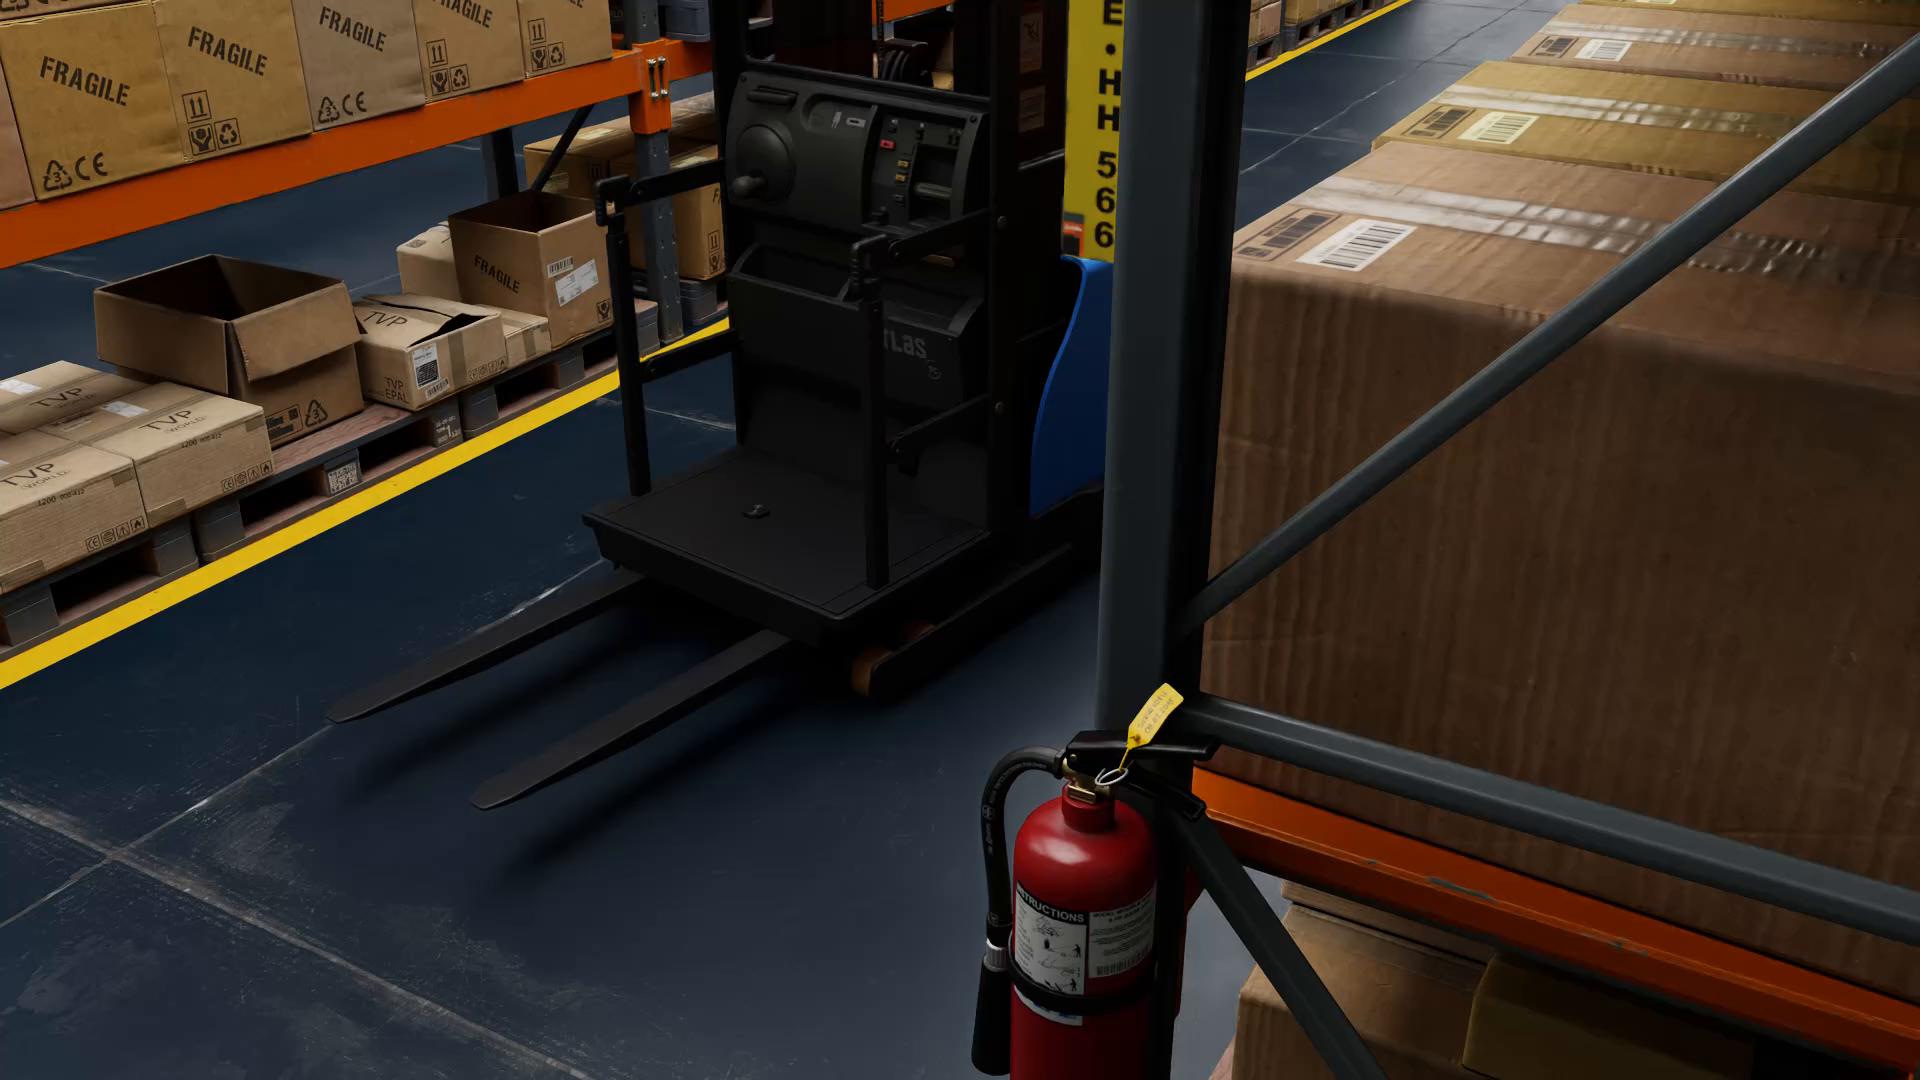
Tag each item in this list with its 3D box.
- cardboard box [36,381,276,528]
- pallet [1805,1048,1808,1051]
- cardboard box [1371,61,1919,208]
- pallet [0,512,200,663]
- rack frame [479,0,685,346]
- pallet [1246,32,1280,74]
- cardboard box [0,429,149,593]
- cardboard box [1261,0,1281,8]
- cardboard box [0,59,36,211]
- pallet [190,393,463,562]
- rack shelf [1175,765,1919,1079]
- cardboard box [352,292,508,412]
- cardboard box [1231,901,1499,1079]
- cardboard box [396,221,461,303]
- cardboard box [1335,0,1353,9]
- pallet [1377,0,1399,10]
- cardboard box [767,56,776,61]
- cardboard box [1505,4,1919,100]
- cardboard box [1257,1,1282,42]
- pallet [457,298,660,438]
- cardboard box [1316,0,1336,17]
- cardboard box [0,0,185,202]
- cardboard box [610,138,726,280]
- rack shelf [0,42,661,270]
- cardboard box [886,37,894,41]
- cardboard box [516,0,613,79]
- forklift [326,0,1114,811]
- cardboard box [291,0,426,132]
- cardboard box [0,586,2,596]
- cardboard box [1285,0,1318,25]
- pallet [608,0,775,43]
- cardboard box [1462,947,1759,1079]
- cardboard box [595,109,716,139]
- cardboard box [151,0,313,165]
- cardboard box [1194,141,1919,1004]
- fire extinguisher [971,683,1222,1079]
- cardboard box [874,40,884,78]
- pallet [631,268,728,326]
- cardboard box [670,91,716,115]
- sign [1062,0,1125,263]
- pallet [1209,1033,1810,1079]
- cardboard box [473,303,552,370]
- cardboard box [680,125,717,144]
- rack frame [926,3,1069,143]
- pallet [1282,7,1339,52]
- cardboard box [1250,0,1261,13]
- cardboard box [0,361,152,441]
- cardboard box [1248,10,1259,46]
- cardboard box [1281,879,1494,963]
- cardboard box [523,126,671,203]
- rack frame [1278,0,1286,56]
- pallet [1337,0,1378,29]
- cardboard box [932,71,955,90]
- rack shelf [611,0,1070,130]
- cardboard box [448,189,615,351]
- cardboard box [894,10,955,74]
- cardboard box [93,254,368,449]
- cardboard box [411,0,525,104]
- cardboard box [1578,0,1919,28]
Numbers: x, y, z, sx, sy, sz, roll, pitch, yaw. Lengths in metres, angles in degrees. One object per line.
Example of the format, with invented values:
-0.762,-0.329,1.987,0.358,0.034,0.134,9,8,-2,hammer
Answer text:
-2.685,-0.297,5.572,0.500,0.250,0.500,14,30,26,cardboard box
1.549,0.744,4.029,1.003,0.211,1.213,14,30,26,pallet
1.213,-0.322,2.707,0.980,0.700,0.700,14,30,26,cardboard box
-3.263,0.116,5.282,1.003,0.211,1.213,14,30,26,pallet
-1.724,-2.349,7.092,1.000,3.000,0.127,14,30,26,rack frame
1.883,-3.924,13.353,1.003,0.211,1.213,14,30,26,pallet
-2.931,-0.102,5.182,0.500,0.250,0.500,14,30,26,cardboard box
2.262,-4.455,13.275,0.500,0.311,0.500,14,30,26,cardboard box
-2.995,-1.152,4.589,0.500,0.500,0.500,14,30,26,cardboard box
-2.662,-0.357,6.228,1.003,0.211,1.213,14,30,26,pallet
1.607,-0.159,3.519,1.077,0.370,4.000,14,30,26,rack shelf
-2.126,-0.767,6.443,0.500,0.311,0.500,14,30,26,cardboard box
0.880,0.934,2.856,0.700,0.500,0.500,14,30,26,cardboard box
-2.119,-1.228,7.363,0.500,0.311,0.500,14,30,26,cardboard box
3.205,-4.927,14.843,0.500,0.250,0.500,14,30,26,cardboard box
3.840,-5.472,16.444,1.003,0.211,1.213,14,30,26,pallet
-0.782,-2.288,8.433,0.500,0.250,0.500,14,30,26,cardboard box
1.596,-0.617,3.297,0.980,0.700,0.700,13,29,24,cardboard box
2.260,-4.200,13.391,0.500,0.250,0.500,14,30,26,cardboard box
-2.063,-0.835,7.182,1.003,0.211,1.213,14,30,26,pallet
2.954,-4.733,14.456,0.500,0.250,0.500,14,30,26,cardboard box
-2.745,-1.347,4.978,0.500,0.500,0.500,14,30,26,cardboard box
-1.274,-1.563,7.822,0.500,0.500,0.500,13,29,24,cardboard box
-2.708,-1.248,5.696,1.077,0.370,4.000,14,30,26,rack shelf
-0.229,-2.872,10.438,0.500,0.500,0.500,16,31,28,cardboard box
-1.746,-2.142,6.567,0.500,0.500,0.500,15,30,27,cardboard box
-0.453,-1.090,4.654,1.130,2.935,3.031,20,33,34,forklift
-2.250,-1.741,5.764,0.500,0.500,0.500,15,30,27,cardboard box
-3.064,0.095,4.883,0.380,0.166,0.250,14,30,26,cardboard box
2.704,-4.539,14.069,0.500,0.250,0.500,14,30,26,cardboard box
-1.236,-2.551,7.709,1.003,0.211,1.213,14,30,26,pallet
0.993,0.737,2.525,0.380,0.149,0.250,14,30,26,cardboard box
-1.480,-1.874,8.444,0.500,0.500,0.500,14,30,26,cardboard box
-2.498,-1.541,5.367,0.500,0.500,0.500,15,30,27,cardboard box
0.865,-0.036,2.136,0.980,0.700,0.700,16,31,28,cardboard box
0.147,0.458,1.988,0.296,0.674,0.183,14,30,26,fire extinguisher
-0.536,-2.484,8.824,0.500,0.250,0.500,14,30,25,cardboard box
-1.357,-1.427,8.366,1.003,0.211,1.213,14,30,26,pallet
-1.233,-2.070,8.834,0.500,0.500,0.500,15,30,27,cardboard box
0.157,-0.449,1.739,0.100,0.325,0.005,14,30,26,sign
0.948,1.217,3.082,1.003,0.211,1.213,14,30,26,pallet
-1.889,-0.827,6.745,0.380,0.149,0.250,14,30,26,cardboard box
-1.021,-1.773,8.242,0.500,0.500,0.500,15,30,27,cardboard box
0.244,-3.908,10.206,1.000,3.000,0.127,14,30,26,rack frame
2.639,-4.521,14.545,1.003,0.211,1.213,14,30,26,pallet
2.011,-4.251,12.867,0.500,0.311,0.500,15,30,28,cardboard box
-3.145,-0.387,5.753,0.500,0.250,0.500,14,30,26,cardboard box
2.010,-4.003,12.998,0.500,0.250,0.500,14,30,25,cardboard box
0.785,0.554,2.891,0.380,0.149,0.250,14,30,26,cardboard box
-1.731,-1.683,8.063,0.500,0.500,0.500,14,30,26,cardboard box
2.212,-5.467,13.320,1.000,3.000,0.127,14,30,26,rack frame
3.238,-4.998,15.498,1.003,0.211,1.213,14,30,26,pallet
-0.267,-2.369,9.433,0.500,0.500,0.500,13,29,24,cardboard box
-0.740,-2.807,8.810,1.077,0.370,4.000,14,30,26,rack shelf
-1.757,-1.144,6.984,0.500,0.500,0.500,14,30,26,cardboard box
-0.036,-2.883,9.622,0.500,0.250,0.500,15,30,28,cardboard box
-2.644,-0.696,6.087,0.797,0.503,0.637,14,30,26,cardboard box
-1.999,-1.941,6.165,0.500,0.500,0.500,15,30,28,cardboard box
1.946,-0.903,3.867,0.980,0.700,0.700,13,30,25,cardboard box
